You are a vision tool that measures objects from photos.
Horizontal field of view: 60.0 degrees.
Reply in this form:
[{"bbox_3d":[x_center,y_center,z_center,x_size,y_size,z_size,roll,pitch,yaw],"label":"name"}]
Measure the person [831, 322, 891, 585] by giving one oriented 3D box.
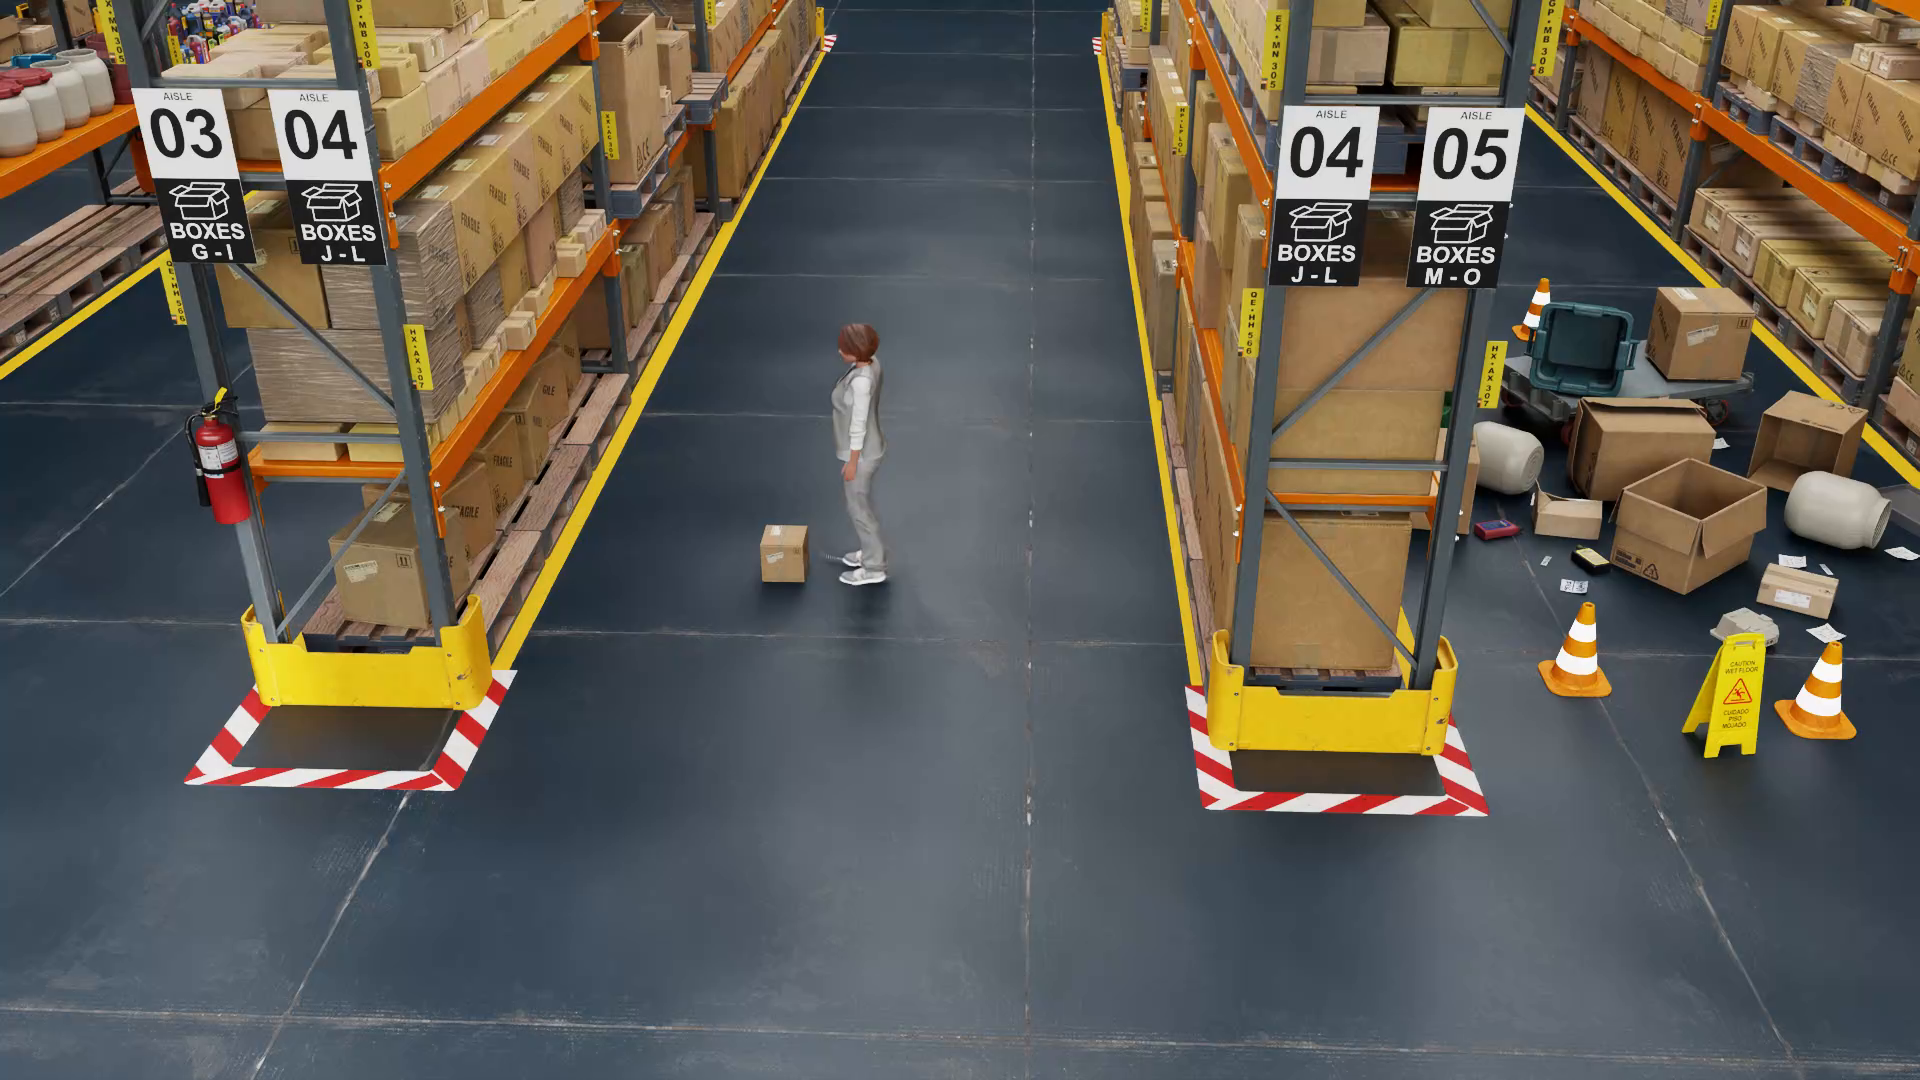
[{"bbox_3d":[-0.570,-0.493,9.553,0.306,1.595,0.407,2,28,3],"label":"person"}]
